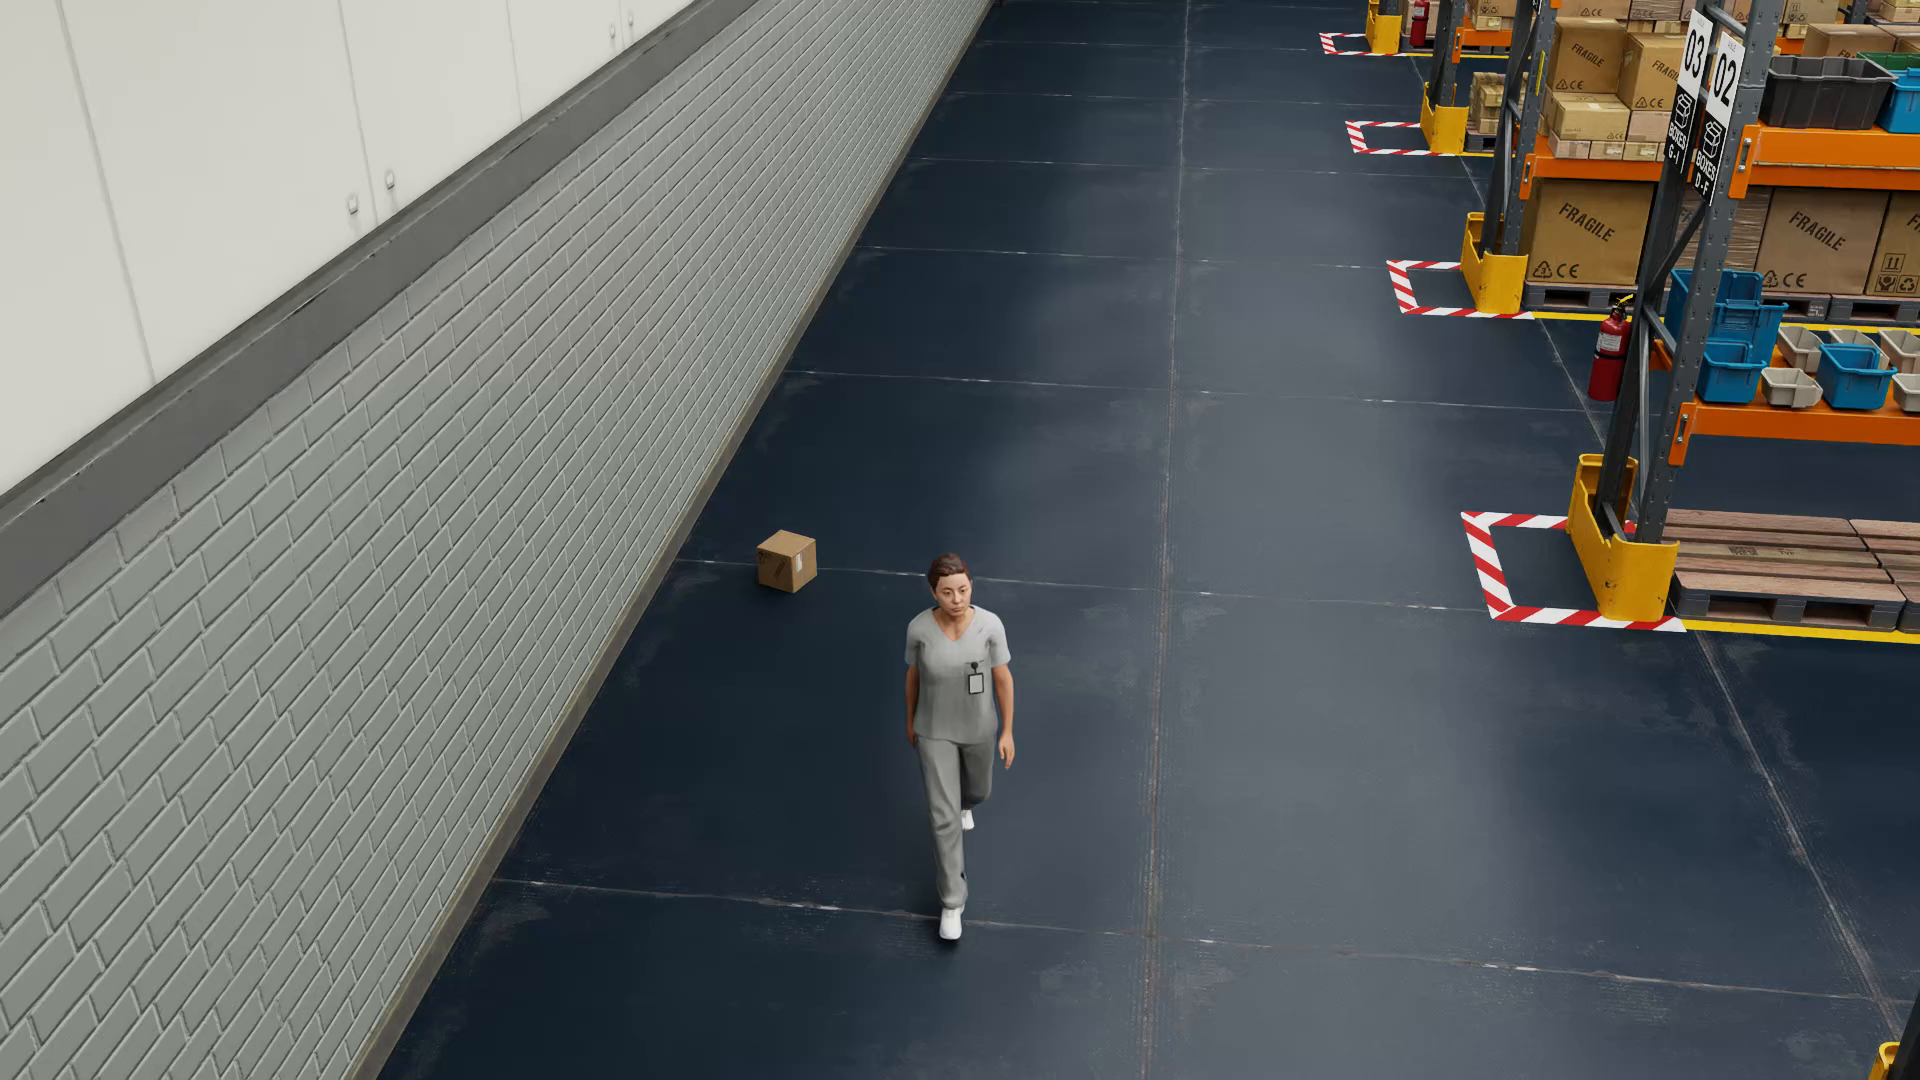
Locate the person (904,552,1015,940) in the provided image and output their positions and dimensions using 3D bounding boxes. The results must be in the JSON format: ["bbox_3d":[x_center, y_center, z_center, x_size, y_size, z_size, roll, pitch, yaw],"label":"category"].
[{"bbox_3d":[-0.004,0.796,7.155,0.455,1.628,0.962,-3,29,-5],"label":"person"}]
